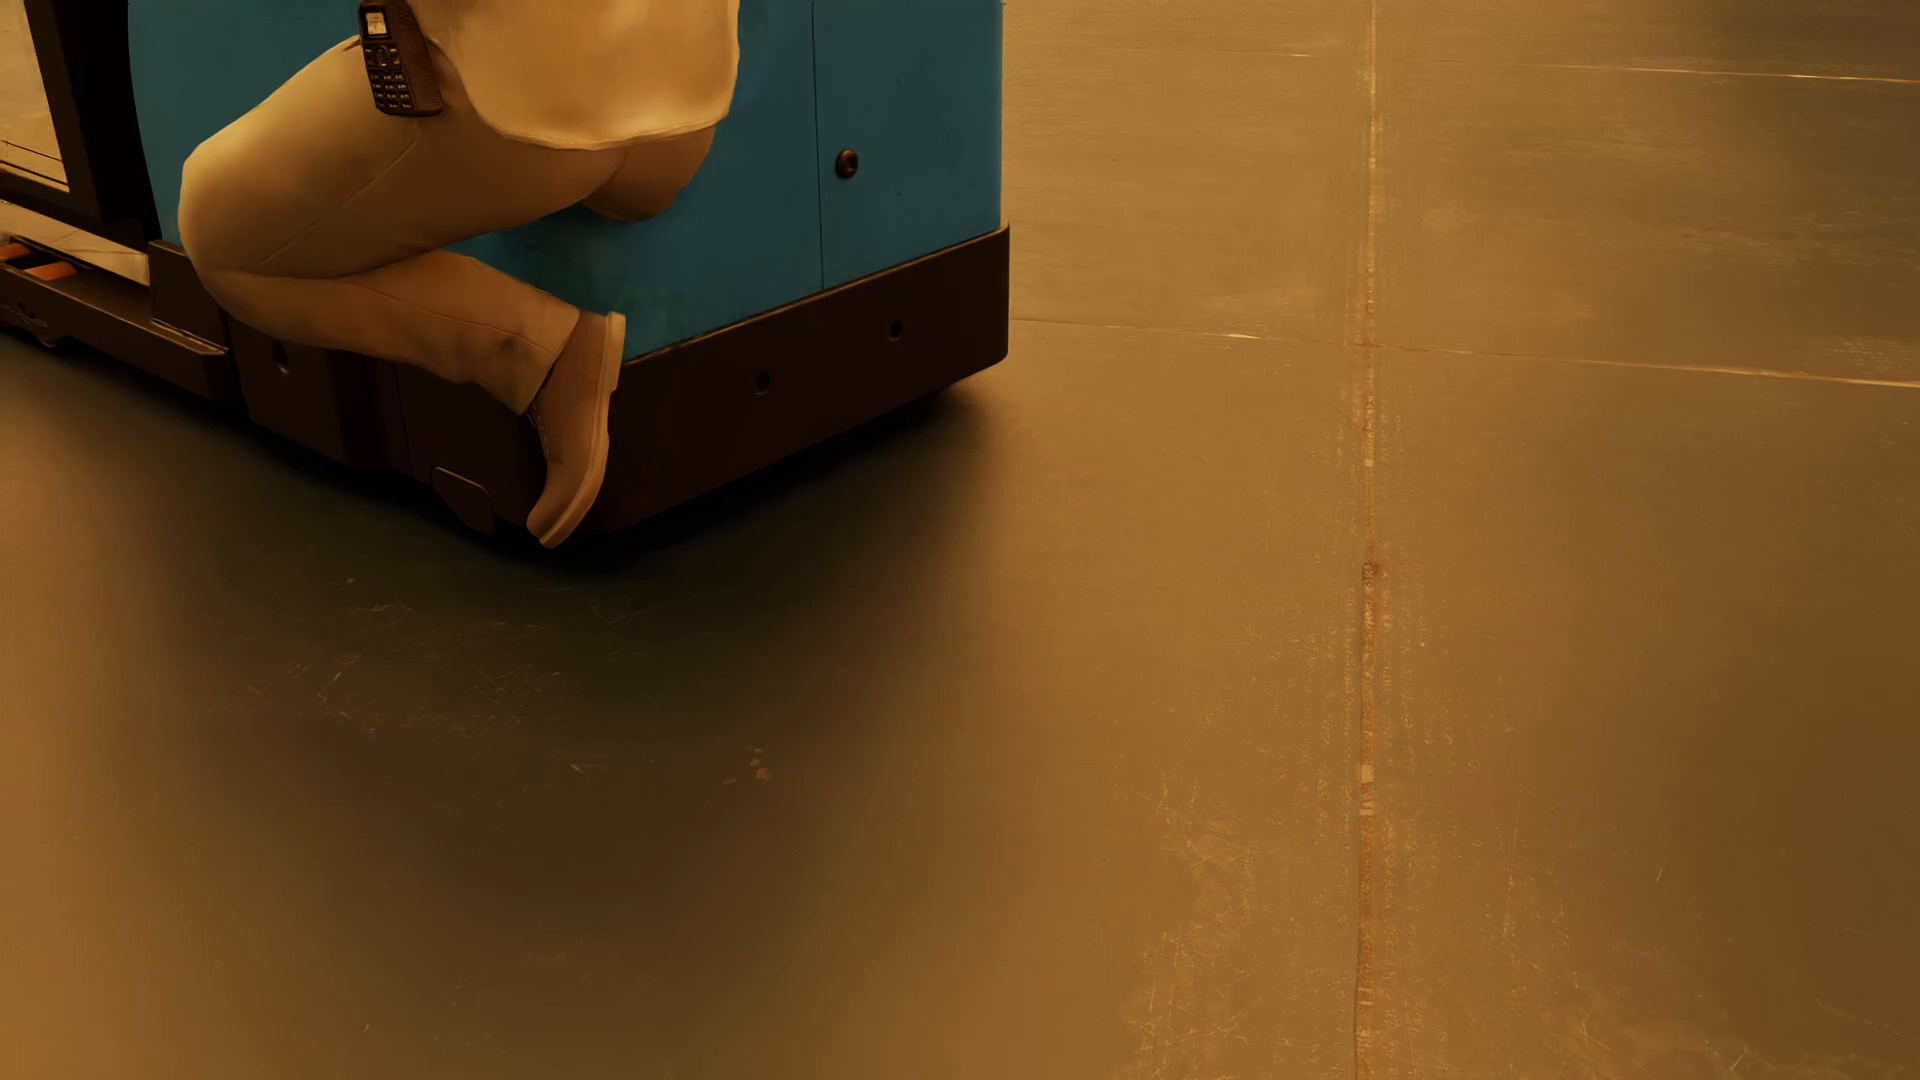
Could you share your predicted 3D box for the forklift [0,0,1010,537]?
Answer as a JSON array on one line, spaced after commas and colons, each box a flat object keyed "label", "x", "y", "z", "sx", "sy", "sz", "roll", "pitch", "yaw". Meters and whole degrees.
[{"label": "forklift", "x": -1.373, "y": -1.843, "z": 2.900, "sx": 3.031, "sy": 2.935, "sz": 1.130, "roll": 20, "pitch": 33, "yaw": 35}]

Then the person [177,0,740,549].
[{"label": "person", "x": 17.164, "y": -8.055, "z": 8.475, "sx": 21.249, "sy": 9.000, "sz": 34.995, "roll": 16, "pitch": 31, "yaw": 28}]
